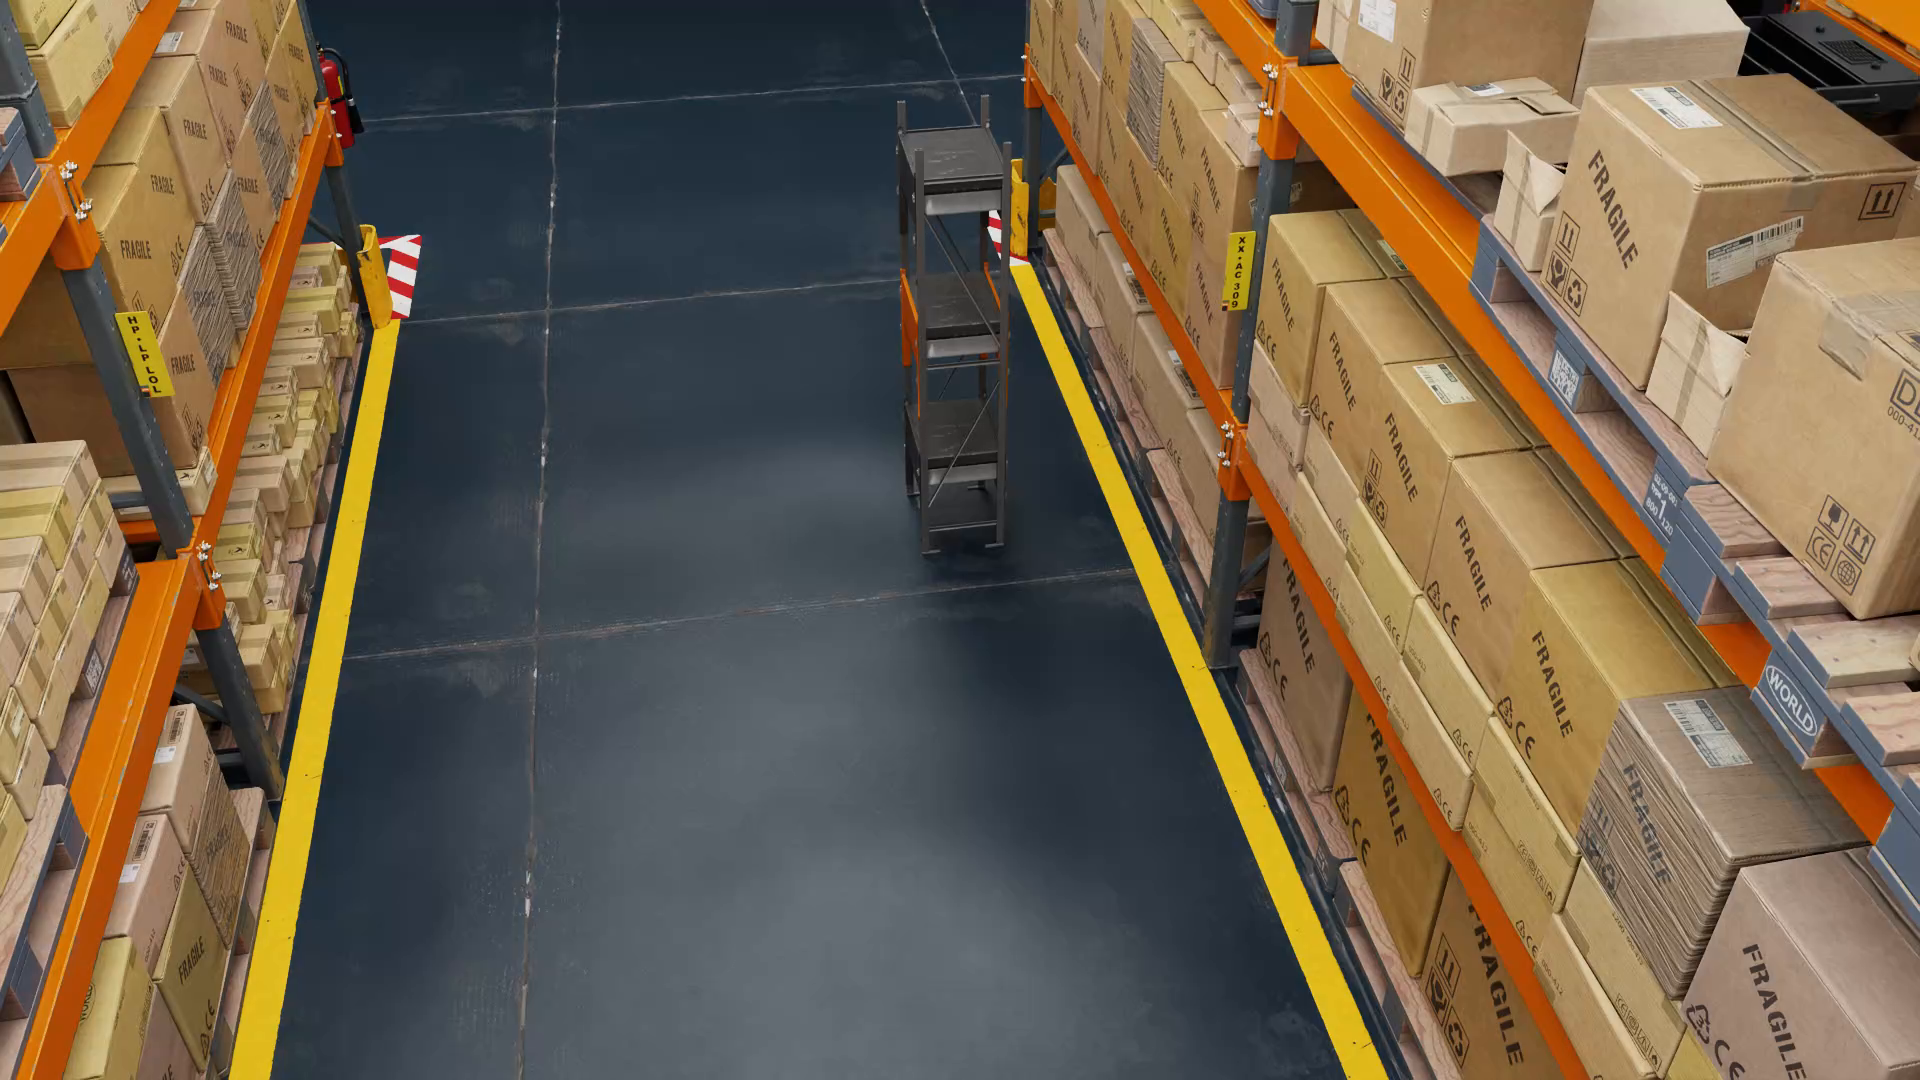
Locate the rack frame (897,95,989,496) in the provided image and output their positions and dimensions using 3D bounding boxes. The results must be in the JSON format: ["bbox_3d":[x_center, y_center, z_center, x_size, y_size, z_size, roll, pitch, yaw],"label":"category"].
[{"bbox_3d":[-0.072,-1.077,7.824,0.400,2.100,0.015,-6,38,-8],"label":"rack frame"}]

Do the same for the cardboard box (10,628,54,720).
[{"bbox_3d":[-2.863,0.410,4.797,0.380,0.149,0.250,-7,38,-9],"label":"cardboard box"}]

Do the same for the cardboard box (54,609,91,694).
[{"bbox_3d":[-2.915,0.361,5.103,0.380,0.149,0.250,-6,38,-8],"label":"cardboard box"}]

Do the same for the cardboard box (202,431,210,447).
[{"bbox_3d":[-3.113,-0.354,6.365,0.380,0.149,0.250,-5,38,-7],"label":"cardboard box"}]

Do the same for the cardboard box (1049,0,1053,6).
[{"bbox_3d":[0.691,-3.222,8.955,0.500,0.500,0.500,-7,38,-9],"label":"cardboard box"}]

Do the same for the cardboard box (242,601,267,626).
[{"bbox_3d":[-3.148,0.348,6.997,0.380,0.149,0.250,-6,38,-8],"label":"cardboard box"}]

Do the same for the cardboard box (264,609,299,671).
[{"bbox_3d":[-3.061,0.446,7.112,0.380,0.149,0.250,-5,38,-7],"label":"cardboard box"}]

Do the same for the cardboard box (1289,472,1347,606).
[{"bbox_3d":[1.498,-0.026,5.861,0.500,0.250,0.500,-7,38,-9],"label":"cardboard box"}]

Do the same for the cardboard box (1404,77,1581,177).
[{"bbox_3d":[1.466,-1.148,4.586,0.380,0.166,0.250,-9,39,-11],"label":"cardboard box"}]

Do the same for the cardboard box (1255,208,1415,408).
[{"bbox_3d":[1.383,-0.830,5.876,0.500,0.500,0.500,-6,38,-7],"label":"cardboard box"}]

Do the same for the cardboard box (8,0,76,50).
[{"bbox_3d":[-3.115,-1.738,5.211,0.500,0.250,0.500,-5,38,-6],"label":"cardboard box"}]

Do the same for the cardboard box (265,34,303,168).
[{"bbox_3d":[-3.551,-2.116,8.105,0.500,0.500,0.500,-7,38,-9],"label":"cardboard box"}]

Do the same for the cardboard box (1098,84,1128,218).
[{"bbox_3d":[0.981,-1.914,8.087,0.500,0.500,0.500,-5,38,-6],"label":"cardboard box"}]

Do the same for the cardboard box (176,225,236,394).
[{"bbox_3d":[-3.200,-0.880,6.513,0.500,0.500,0.500,-6,38,-8],"label":"cardboard box"}]

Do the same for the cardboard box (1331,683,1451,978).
[{"bbox_3d":[1.942,0.892,5.946,0.875,0.875,0.875,-5,38,-7],"label":"cardboard box"}]

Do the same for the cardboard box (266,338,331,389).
[{"bbox_3d":[-3.383,-0.877,8.330,0.380,0.149,0.250,-5,38,-6],"label":"cardboard box"}]

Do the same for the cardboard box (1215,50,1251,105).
[{"bbox_3d":[1.248,-1.857,6.670,0.380,0.149,0.250,-6,38,-8],"label":"cardboard box"}]

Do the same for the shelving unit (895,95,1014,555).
[{"bbox_3d":[-0.029,-0.929,7.634,0.431,2.100,0.503,-6,38,-8],"label":"shelving unit"}]

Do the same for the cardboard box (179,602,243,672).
[{"bbox_3d":[-3.124,0.396,6.691,0.380,0.149,0.250,-5,38,-6],"label":"cardboard box"}]

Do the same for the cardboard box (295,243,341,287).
[{"bbox_3d":[-3.626,-1.497,9.128,0.380,0.149,0.250,-6,38,-7],"label":"cardboard box"}]

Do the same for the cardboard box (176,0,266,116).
[{"bbox_3d":[-3.454,-2.197,7.395,0.500,0.500,0.500,-4,38,-6],"label":"cardboard box"}]

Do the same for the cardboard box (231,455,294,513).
[{"bbox_3d":[-3.239,-0.242,7.512,0.380,0.149,0.250,-5,38,-7],"label":"cardboard box"}]

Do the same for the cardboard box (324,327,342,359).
[{"bbox_3d":[-3.502,-1.070,8.821,0.380,0.149,0.250,-8,39,-10],"label":"cardboard box"}]

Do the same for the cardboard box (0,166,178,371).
[{"bbox_3d":[-3.106,-0.949,5.787,0.500,0.500,0.500,-5,38,-7],"label":"cardboard box"}]

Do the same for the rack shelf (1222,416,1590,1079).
[{"bbox_3d":[1.939,0.800,5.261,1.077,0.370,4.000,-6,38,-8],"label":"rack shelf"}]

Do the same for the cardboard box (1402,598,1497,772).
[{"bbox_3d":[1.660,0.391,4.917,0.500,0.250,0.500,-7,38,-9],"label":"cardboard box"}]

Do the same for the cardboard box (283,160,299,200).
[{"bbox_3d":[-3.500,-1.793,8.218,0.380,0.149,0.250,-5,38,-7],"label":"cardboard box"}]

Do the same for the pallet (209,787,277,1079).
[{"bbox_3d":[-3.129,1.473,6.082,1.003,0.211,1.213,-6,38,-8],"label":"pallet"}]

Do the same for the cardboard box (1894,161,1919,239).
[{"bbox_3d":[5.899,-1.923,9.875,0.700,0.500,0.500,-5,38,-6],"label":"cardboard box"}]

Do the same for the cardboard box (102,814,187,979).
[{"bbox_3d":[-2.811,1.161,5.294,0.500,0.250,0.500,-5,38,-6],"label":"cardboard box"}]

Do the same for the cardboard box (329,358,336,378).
[{"bbox_3d":[-3.564,-0.946,8.904,0.380,0.149,0.250,-6,38,-8],"label":"cardboard box"}]

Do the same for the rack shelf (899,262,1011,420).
[{"bbox_3d":[-0.029,-0.918,7.643,0.431,0.518,0.480,-6,38,-8],"label":"rack shelf"}]

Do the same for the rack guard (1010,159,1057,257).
[{"bbox_3d":[0.883,-2.135,10.491,1.175,0.500,0.348,-6,38,-8],"label":"rack guard"}]

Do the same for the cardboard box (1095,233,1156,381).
[{"bbox_3d":[1.270,-1.322,9.153,0.875,0.438,0.875,-5,38,-7],"label":"cardboard box"}]

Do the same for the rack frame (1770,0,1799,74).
[{"bbox_3d":[5.773,-3.644,10.395,1.000,3.000,0.127,-6,38,-8],"label":"rack frame"}]

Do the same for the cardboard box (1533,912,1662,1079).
[{"bbox_3d":[1.841,1.199,4.284,0.500,0.250,0.500,-6,38,-7],"label":"cardboard box"}]

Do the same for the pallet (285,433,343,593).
[{"bbox_3d":[-3.637,-0.138,8.155,1.003,0.211,1.213,-6,38,-8],"label":"pallet"}]

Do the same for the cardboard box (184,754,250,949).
[{"bbox_3d":[-2.889,1.143,5.929,0.500,0.500,0.500,-7,38,-9],"label":"cardboard box"}]

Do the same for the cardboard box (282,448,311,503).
[{"bbox_3d":[-3.278,-0.287,7.813,0.380,0.149,0.250,-7,38,-8],"label":"cardboard box"}]

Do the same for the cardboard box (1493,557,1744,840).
[{"bbox_3d":[1.763,0.396,4.299,0.500,0.500,0.500,-6,38,-8],"label":"cardboard box"}]

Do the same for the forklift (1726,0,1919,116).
[{"bbox_3d":[3.091,-1.165,7.260,1.130,2.935,3.031,-5,38,-7],"label":"forklift"}]

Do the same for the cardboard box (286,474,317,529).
[{"bbox_3d":[-3.282,-0.172,7.908,0.380,0.149,0.250,-7,38,-9],"label":"cardboard box"}]

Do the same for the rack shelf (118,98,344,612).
[{"bbox_3d":[-3.618,-1.022,7.607,1.077,0.370,4.000,-6,38,-8],"label":"rack shelf"}]

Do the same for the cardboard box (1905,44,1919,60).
[{"bbox_3d":[5.715,-2.854,9.583,0.380,0.149,0.250,-5,38,-7],"label":"cardboard box"}]

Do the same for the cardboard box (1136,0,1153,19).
[{"bbox_3d":[1.001,-2.460,7.446,0.380,0.149,0.250,-6,38,-8],"label":"cardboard box"}]

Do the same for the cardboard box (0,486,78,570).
[{"bbox_3d":[-2.957,-0.016,5.103,0.380,0.149,0.250,-7,38,-9],"label":"cardboard box"}]

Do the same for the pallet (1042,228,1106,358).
[{"bbox_3d":[1.105,-1.532,9.950,1.003,0.211,1.213,-6,38,-8],"label":"pallet"}]

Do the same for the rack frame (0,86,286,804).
[{"bbox_3d":[-3.267,-0.098,5.832,1.000,3.000,0.127,-6,38,-8],"label":"rack frame"}]

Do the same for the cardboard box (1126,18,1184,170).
[{"bbox_3d":[1.055,-1.995,7.377,0.500,0.500,0.500,-6,38,-7],"label":"cardboard box"}]

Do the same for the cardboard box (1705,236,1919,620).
[{"bbox_3d":[1.929,-0.243,3.149,0.700,0.500,0.500,-8,39,-10],"label":"cardboard box"}]

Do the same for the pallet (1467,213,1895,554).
[{"bbox_3d":[1.926,-0.444,3.986,1.003,0.211,1.213,-5,38,-6],"label":"pallet"}]
